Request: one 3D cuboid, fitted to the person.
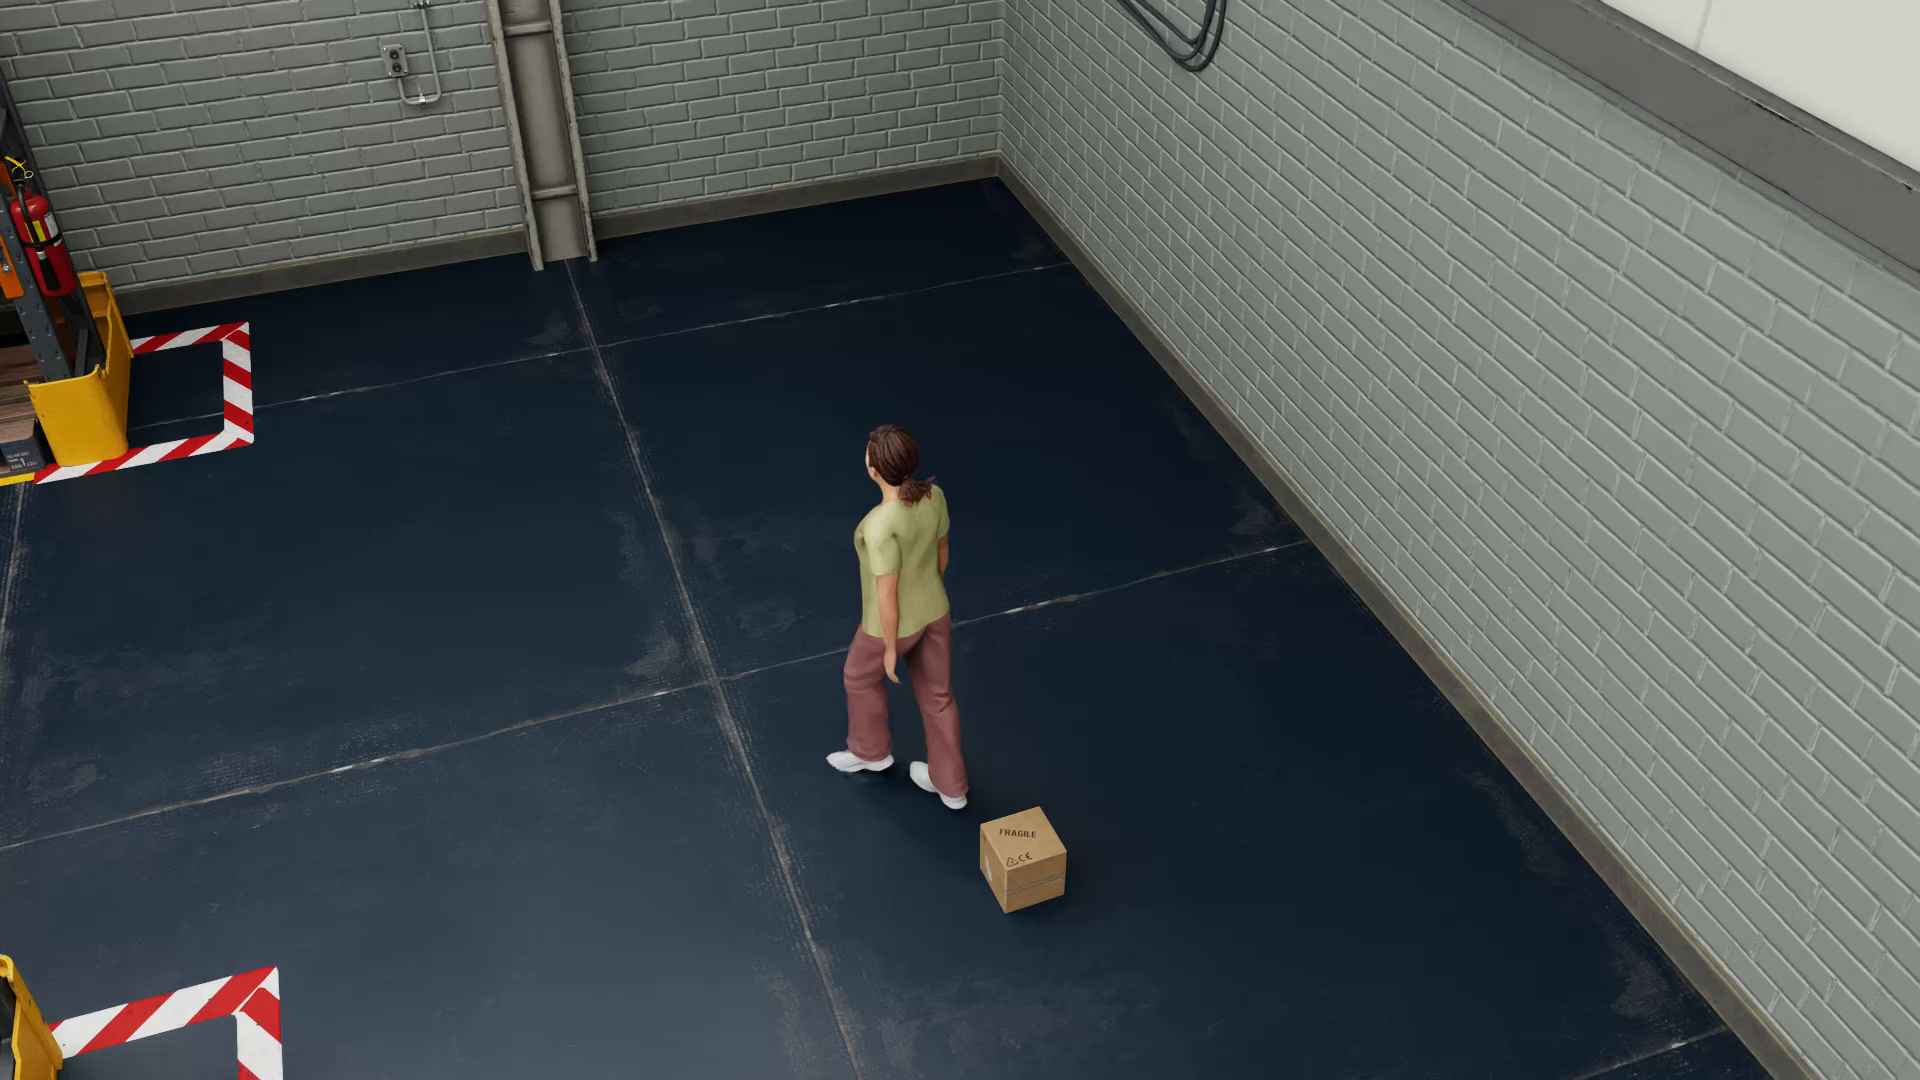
[{"bbox_3d":[-0.195,0.319,6.402,0.470,1.699,0.644,-31,47,-34],"label":"person"}]
